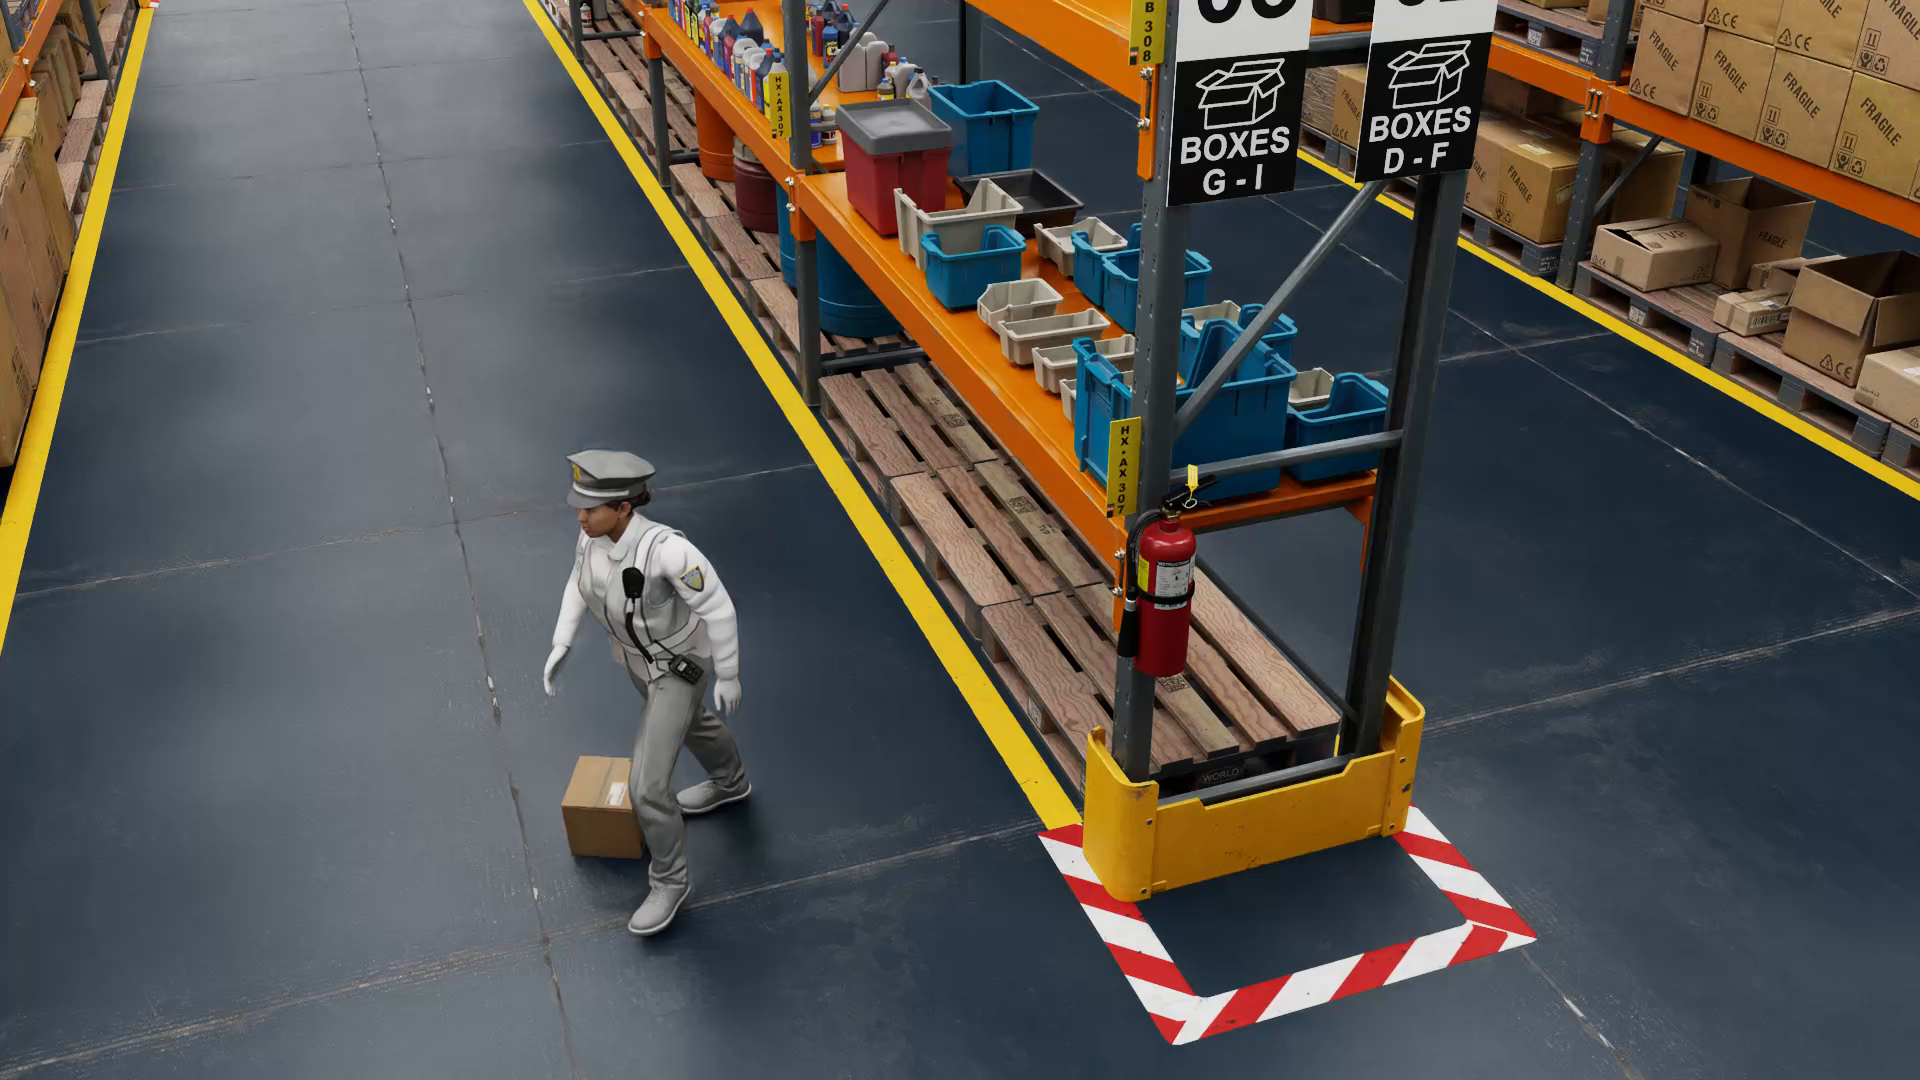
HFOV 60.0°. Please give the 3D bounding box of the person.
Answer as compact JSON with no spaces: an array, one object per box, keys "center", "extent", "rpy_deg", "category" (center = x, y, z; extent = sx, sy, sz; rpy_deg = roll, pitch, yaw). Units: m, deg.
[{"center":[-0.976,0.405,5.443],"extent":[0.769,1.618,0.631],"rpy_deg":[-25,39,-37],"category":"person"}]
